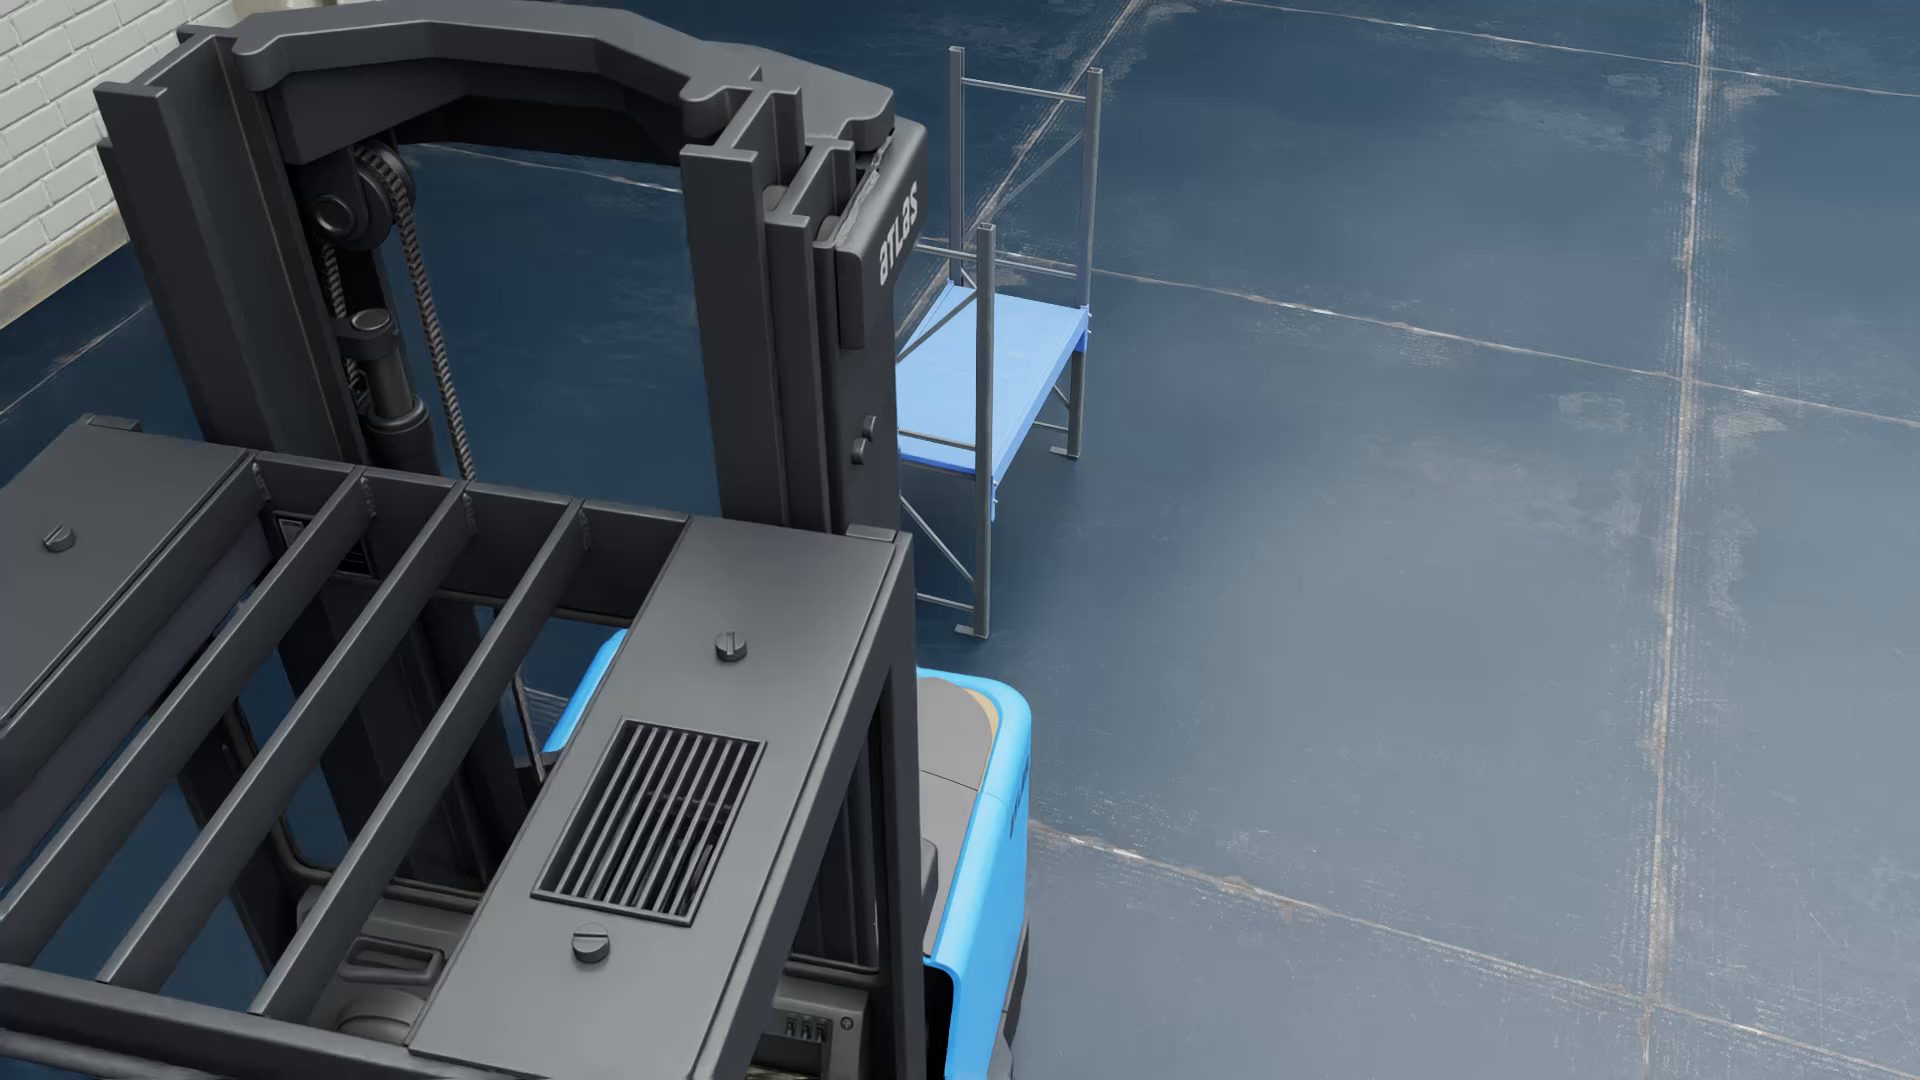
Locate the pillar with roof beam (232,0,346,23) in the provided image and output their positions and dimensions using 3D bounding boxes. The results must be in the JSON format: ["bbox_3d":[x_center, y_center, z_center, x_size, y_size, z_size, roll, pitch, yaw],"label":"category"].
[{"bbox_3d":[0.933,-4.495,4.086,9.100,9.000,0.400,13,42,15],"label":"pillar with roof beam"}]

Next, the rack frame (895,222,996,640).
[{"bbox_3d":[-0.145,-0.313,4.961,0.500,1.500,0.032,13,42,15],"label":"rack frame"}]

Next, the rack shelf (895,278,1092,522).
[{"bbox_3d":[0.029,-0.486,5.441,0.538,0.185,1.000,13,42,15],"label":"rack shelf"}]

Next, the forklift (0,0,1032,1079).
[{"bbox_3d":[-0.649,0.889,2.449,1.130,2.935,3.031,8,41,10],"label":"forklift"}]

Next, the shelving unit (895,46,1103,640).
[{"bbox_3d":[0.029,-0.623,5.324,0.538,1.500,1.048,13,42,15],"label":"shelving unit"}]

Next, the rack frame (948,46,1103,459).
[{"bbox_3d":[0.203,-0.933,5.688,0.500,1.500,0.032,13,42,15],"label":"rack frame"}]
